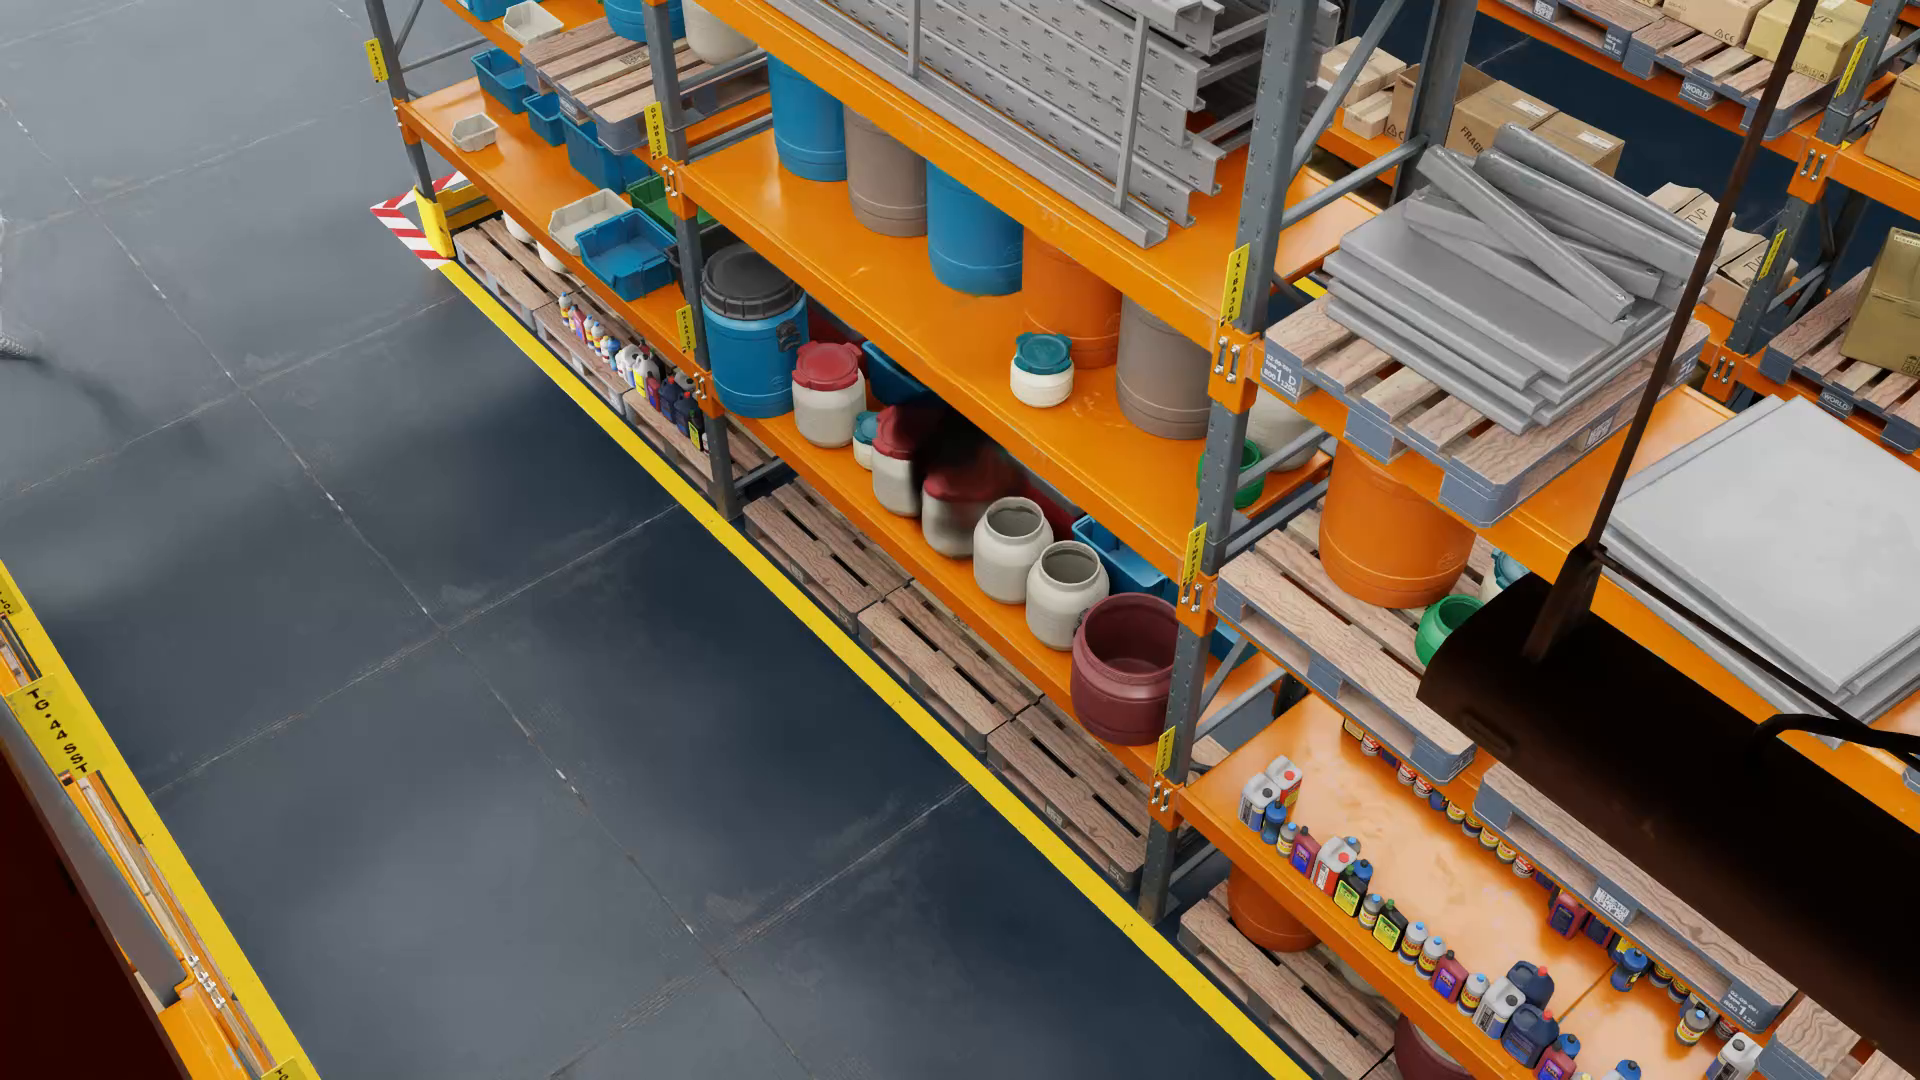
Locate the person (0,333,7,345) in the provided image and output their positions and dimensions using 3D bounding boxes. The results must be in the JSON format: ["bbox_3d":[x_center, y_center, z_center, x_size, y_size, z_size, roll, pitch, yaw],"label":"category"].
[{"bbox_3d":[-7.360,-1.928,11.639,0.764,1.748,0.613,13,48,12],"label":"person"}]
